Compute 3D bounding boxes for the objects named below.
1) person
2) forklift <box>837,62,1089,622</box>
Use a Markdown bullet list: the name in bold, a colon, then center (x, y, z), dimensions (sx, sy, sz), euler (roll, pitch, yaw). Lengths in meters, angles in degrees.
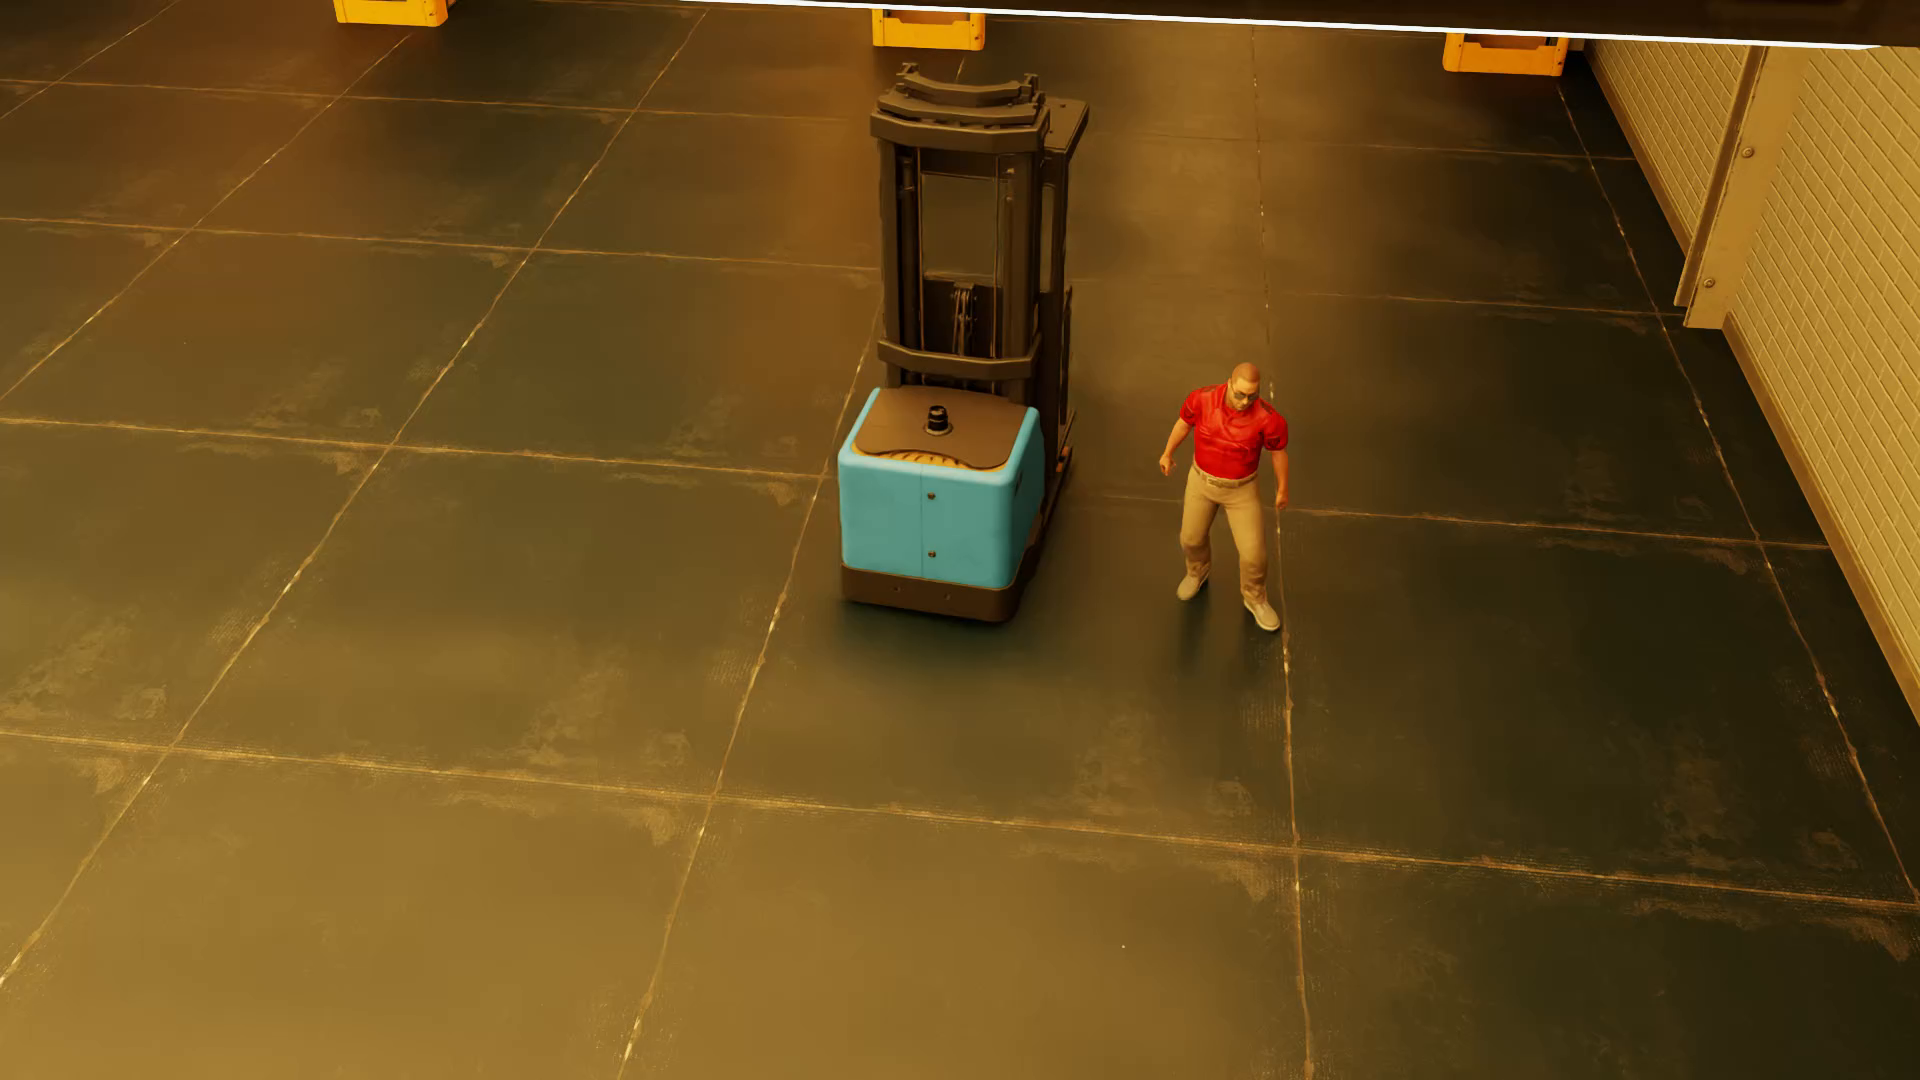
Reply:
- **person**: center (1.537, -0.320, 9.535), dimensions (0.878, 1.703, 0.420), euler (17, 40, 21)
- **forklift**: center (0.133, -1.574, 10.165), dimensions (1.130, 2.935, 3.031), euler (8, 37, 11)
